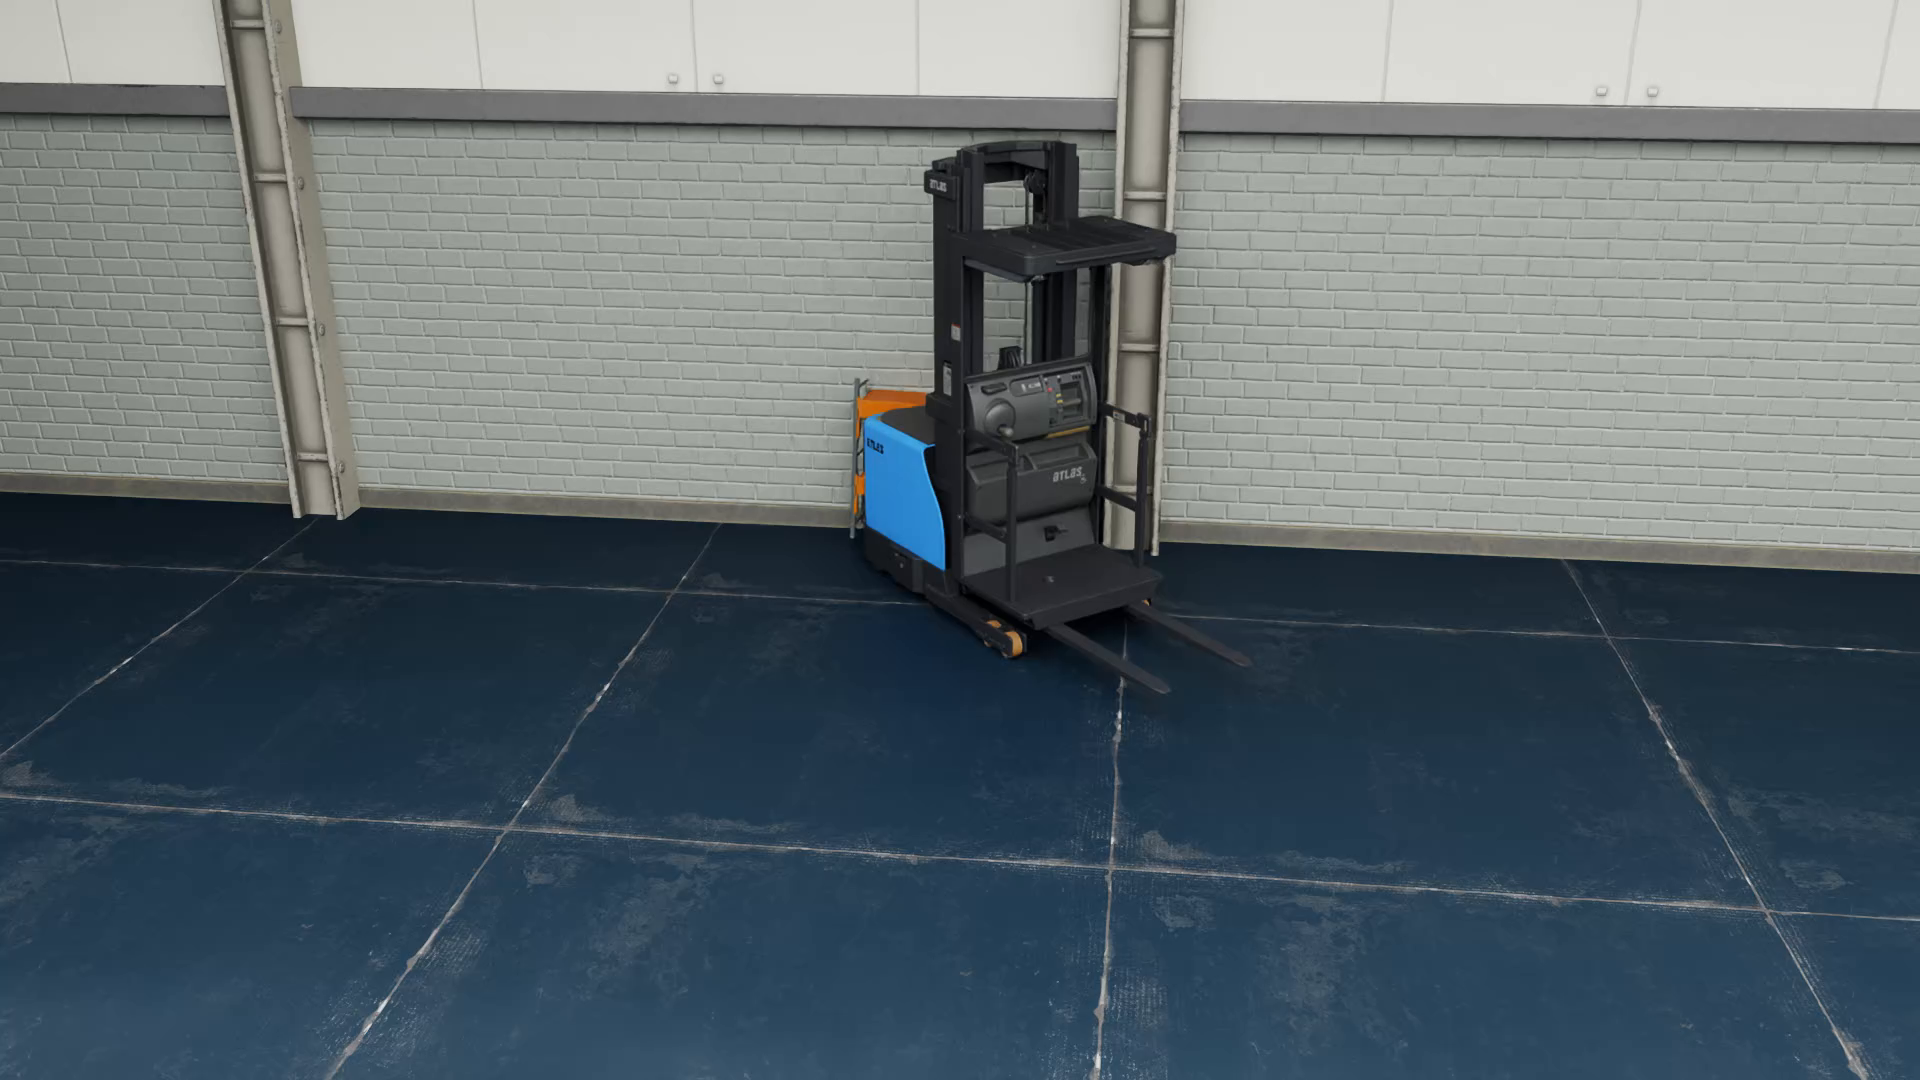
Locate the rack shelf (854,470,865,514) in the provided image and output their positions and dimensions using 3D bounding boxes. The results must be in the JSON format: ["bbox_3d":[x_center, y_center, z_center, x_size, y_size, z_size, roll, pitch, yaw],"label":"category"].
[{"bbox_3d":[-0.204,-0.344,11.692,1.000,0.278,0.538,4,15,6],"label":"rack shelf"}]

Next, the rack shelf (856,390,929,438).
[{"bbox_3d":[-0.181,-0.864,11.558,1.000,0.278,0.538,4,15,6],"label":"rack shelf"}]

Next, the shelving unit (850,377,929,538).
[{"bbox_3d":[-0.194,-0.581,11.631,1.048,1.125,0.538,4,15,6],"label":"shelving unit"}]

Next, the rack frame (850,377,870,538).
[{"bbox_3d":[-0.698,-0.617,11.682,0.032,1.125,0.500,4,15,6],"label":"rack frame"}]

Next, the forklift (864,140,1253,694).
[{"bbox_3d":[0.570,-0.842,10.082,1.130,2.935,3.031,-14,25,-31],"label":"forklift"}]

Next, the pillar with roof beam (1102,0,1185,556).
[{"bbox_3d":[0.707,-2.568,6.196,0.400,9.000,9.100,2,22,6],"label":"pillar with roof beam"}]

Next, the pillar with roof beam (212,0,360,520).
[{"bbox_3d":[-5.251,-2.828,6.852,0.400,9.000,9.100,2,22,6],"label":"pillar with roof beam"}]
